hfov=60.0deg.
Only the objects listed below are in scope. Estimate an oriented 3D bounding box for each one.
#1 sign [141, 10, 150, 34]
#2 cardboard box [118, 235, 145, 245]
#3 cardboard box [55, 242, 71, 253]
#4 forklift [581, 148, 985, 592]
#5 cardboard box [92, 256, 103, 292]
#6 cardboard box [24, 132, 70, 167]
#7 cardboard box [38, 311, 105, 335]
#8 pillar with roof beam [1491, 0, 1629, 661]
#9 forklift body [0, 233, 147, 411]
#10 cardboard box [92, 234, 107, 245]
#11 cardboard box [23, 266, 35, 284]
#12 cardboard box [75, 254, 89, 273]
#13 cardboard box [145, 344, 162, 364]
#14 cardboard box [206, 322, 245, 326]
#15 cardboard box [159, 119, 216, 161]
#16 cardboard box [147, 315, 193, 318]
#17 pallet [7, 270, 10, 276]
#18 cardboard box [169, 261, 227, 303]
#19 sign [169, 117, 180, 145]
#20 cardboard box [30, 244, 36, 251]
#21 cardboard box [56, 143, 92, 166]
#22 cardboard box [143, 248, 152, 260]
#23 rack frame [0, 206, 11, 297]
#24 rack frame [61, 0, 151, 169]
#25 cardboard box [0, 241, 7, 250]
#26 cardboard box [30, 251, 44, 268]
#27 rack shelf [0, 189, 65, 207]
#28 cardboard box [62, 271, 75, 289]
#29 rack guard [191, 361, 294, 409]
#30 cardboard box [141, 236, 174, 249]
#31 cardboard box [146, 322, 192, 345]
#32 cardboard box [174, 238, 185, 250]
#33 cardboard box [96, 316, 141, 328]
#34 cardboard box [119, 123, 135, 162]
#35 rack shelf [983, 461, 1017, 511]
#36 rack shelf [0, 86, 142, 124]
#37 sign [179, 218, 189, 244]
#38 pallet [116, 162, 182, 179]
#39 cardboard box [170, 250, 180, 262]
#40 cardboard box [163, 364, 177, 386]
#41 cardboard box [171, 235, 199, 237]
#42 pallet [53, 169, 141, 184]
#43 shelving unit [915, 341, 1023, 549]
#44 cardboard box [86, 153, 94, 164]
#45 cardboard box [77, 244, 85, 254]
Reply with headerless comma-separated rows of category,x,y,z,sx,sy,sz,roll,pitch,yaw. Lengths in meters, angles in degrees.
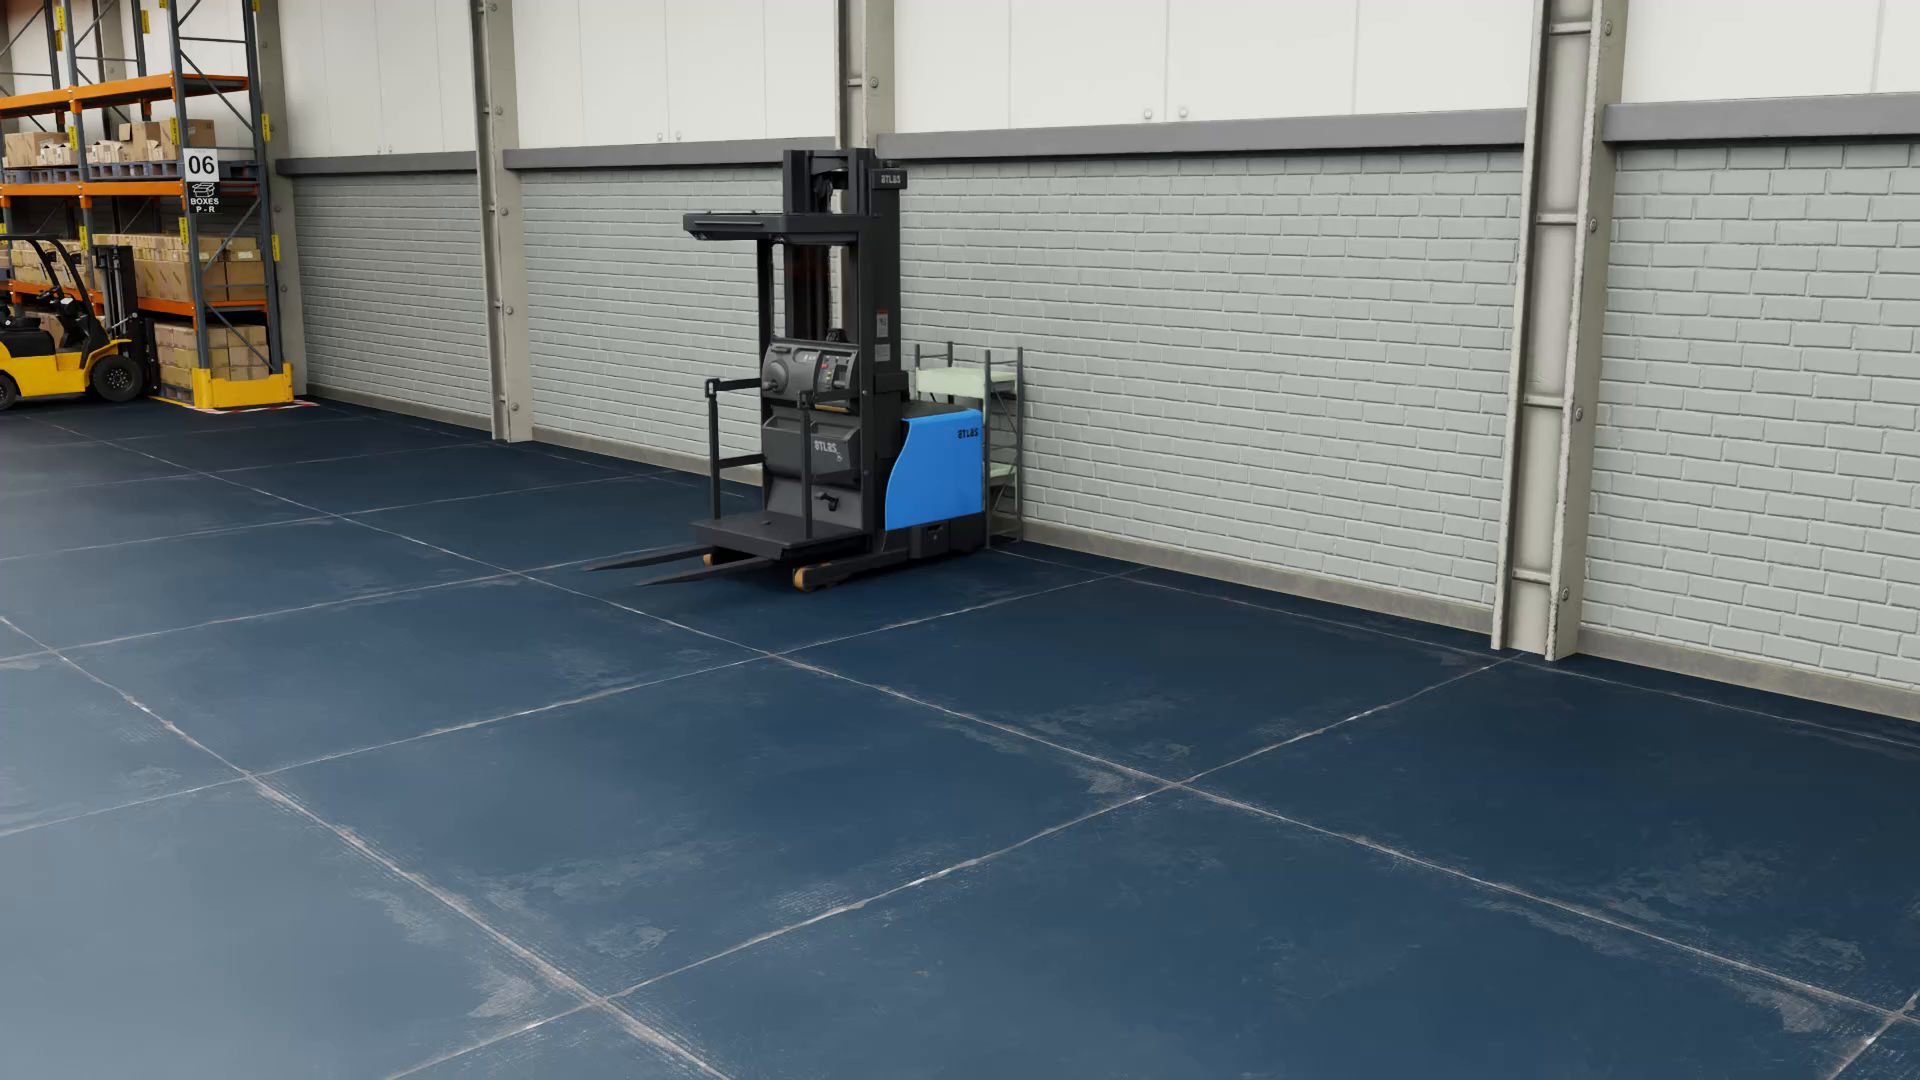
sign,-11.566,-7.355,23.604,0.100,0.325,0.005,-11,16,-43
cardboard box,-11.248,-4.085,22.713,0.380,0.149,0.250,-11,16,-43
cardboard box,-13.285,-4.376,24.863,0.380,0.149,0.250,-11,16,-42
forklift,-1.199,-1.203,11.485,1.130,2.935,3.031,11,16,43
cardboard box,-11.867,-3.756,23.460,0.500,0.500,0.500,11,16,44
cardboard box,-13.720,-5.876,25.031,0.500,0.500,0.500,-10,16,-41
cardboard box,-13.869,-3.247,26.083,0.875,0.625,0.625,-10,15,-41
pillar with roof beam,0.266,-3.163,5.963,9.100,9.000,0.400,-11,16,-43
forklift body,-11.851,-2.831,21.323,2.313,2.155,1.214,-11,16,-43
cardboard box,-11.979,-4.233,23.429,0.380,0.149,0.250,-10,16,-41
cardboard box,-14.274,-4.145,25.971,0.500,0.250,0.500,-11,16,-44
cardboard box,-12.509,-4.015,24.101,0.500,0.250,0.500,-11,16,-44
cardboard box,-10.495,-2.503,22.160,0.500,0.250,0.500,-11,16,-44
cardboard box,-9.765,-2.742,22.082,0.500,0.250,0.500,-11,16,-42
cardboard box,-9.704,-5.028,20.911,0.500,0.500,0.500,-10,15,-41
cardboard box,-11.144,-3.040,23.529,0.500,0.250,0.500,-11,16,-43
pallet,-16.093,-4.581,28.189,1.003,0.211,1.213,-11,16,-43
cardboard box,-9.752,-3.308,21.289,0.500,0.500,0.500,-11,16,-44
sign,-9.624,-5.015,20.387,0.100,0.325,0.005,-11,16,-43
cardboard box,-14.169,-4.562,25.765,0.380,0.149,0.250,-11,16,-42
cardboard box,-12.661,-5.560,23.963,0.500,0.311,0.500,11,16,43
cardboard box,-10.568,-3.786,22.001,0.380,0.149,0.250,-11,16,-42
rack frame,-17.509,-4.976,29.628,1.000,3.000,0.127,-11,16,-43
rack frame,-11.985,-6.746,23.356,1.000,3.000,0.127,-11,16,-43
cardboard box,-16.008,-4.861,27.773,0.637,0.503,0.797,11,16,44
cardboard box,-13.924,-4.312,25.541,0.500,0.250,0.500,11,16,44
rack shelf,-16.128,-5.801,27.981,1.077,0.370,4.000,-11,16,-43
cardboard box,-12.873,-3.844,24.509,0.500,0.250,0.500,-11,16,-43
rack guard,-9.206,-1.996,21.363,1.175,0.500,0.348,-11,16,-43
cardboard box,-10.576,-3.932,21.970,0.380,0.149,0.250,-10,16,-41
cardboard box,-10.479,-2.743,22.086,0.500,0.250,0.500,-11,16,-42
cardboard box,-9.815,-3.791,21.287,0.380,0.149,0.250,-11,16,-42
cardboard box,-11.878,-3.042,23.541,0.500,0.250,0.500,-11,16,-43
cardboard box,-10.716,-5.283,22.144,0.797,0.503,0.637,-10,15,-41
rack shelf,0.063,-0.429,12.890,0.720,0.370,0.431,11,16,42
rack shelf,-13.366,-6.490,24.886,1.077,0.370,4.000,-11,16,-43
sign,-9.624,-3.834,20.630,0.100,0.325,0.005,-11,16,-43
pallet,-10.539,-4.935,22.217,1.003,0.211,1.213,-11,16,-43
cardboard box,-9.862,-3.636,21.269,0.380,0.149,0.250,-11,16,-42
cardboard box,-10.112,-2.182,21.841,0.500,0.250,0.500,-11,16,-43
cardboard box,-10.532,-4.083,22.704,0.380,0.149,0.250,-10,15,-41
pallet,-12.603,-5.310,24.294,1.217,0.209,0.805,11,16,43
shelving unit,0.063,-0.748,12.824,0.755,1.500,0.431,11,16,42
cardboard box,-11.895,-5.301,23.108,0.380,0.149,0.250,-10,16,-41
cardboard box,-12.573,-4.229,24.148,0.380,0.149,0.250,-11,16,-43
